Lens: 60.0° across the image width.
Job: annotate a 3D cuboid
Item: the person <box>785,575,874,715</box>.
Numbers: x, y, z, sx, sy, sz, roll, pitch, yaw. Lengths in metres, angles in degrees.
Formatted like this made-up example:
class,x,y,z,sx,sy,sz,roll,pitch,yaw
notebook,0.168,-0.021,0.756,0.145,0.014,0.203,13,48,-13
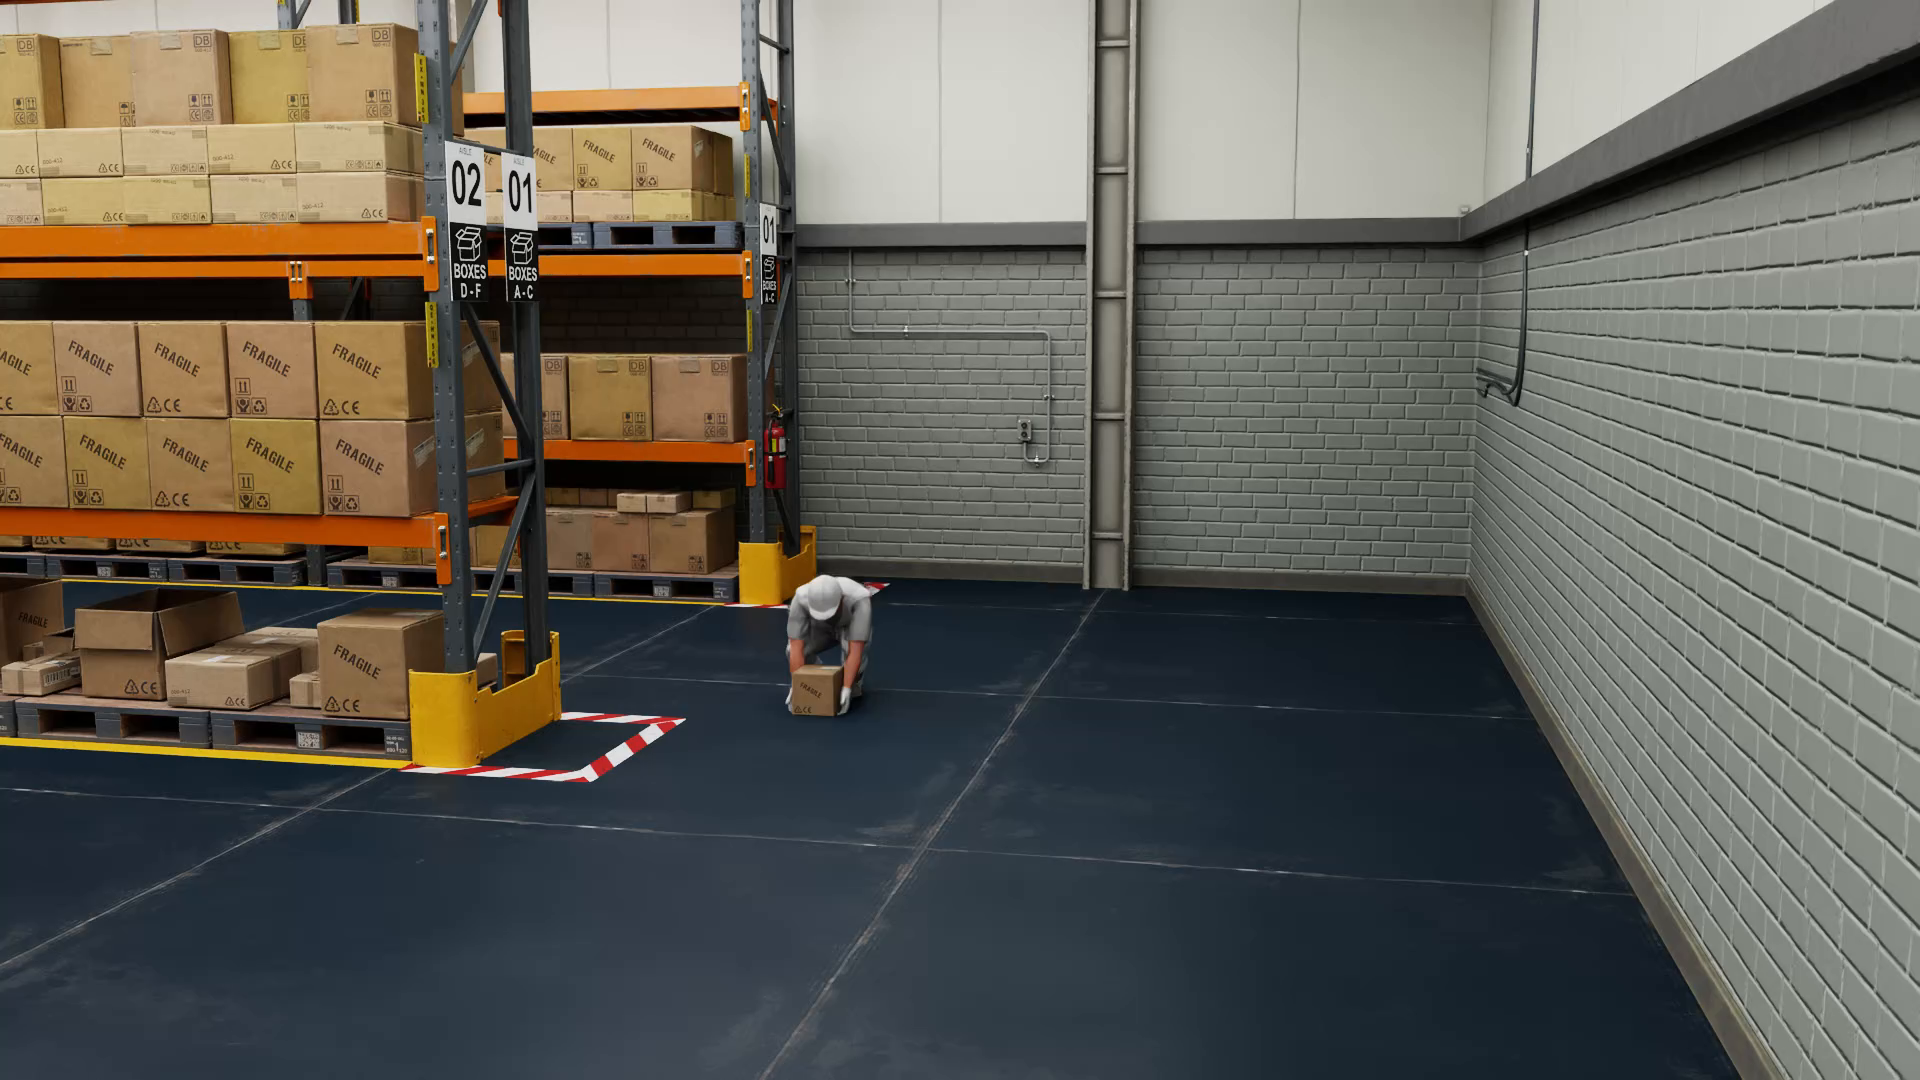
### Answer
class,x,y,z,sx,sy,sz,roll,pitch,yaw
person,-0.778,0.594,10.127,0.558,0.883,0.899,2,8,11
